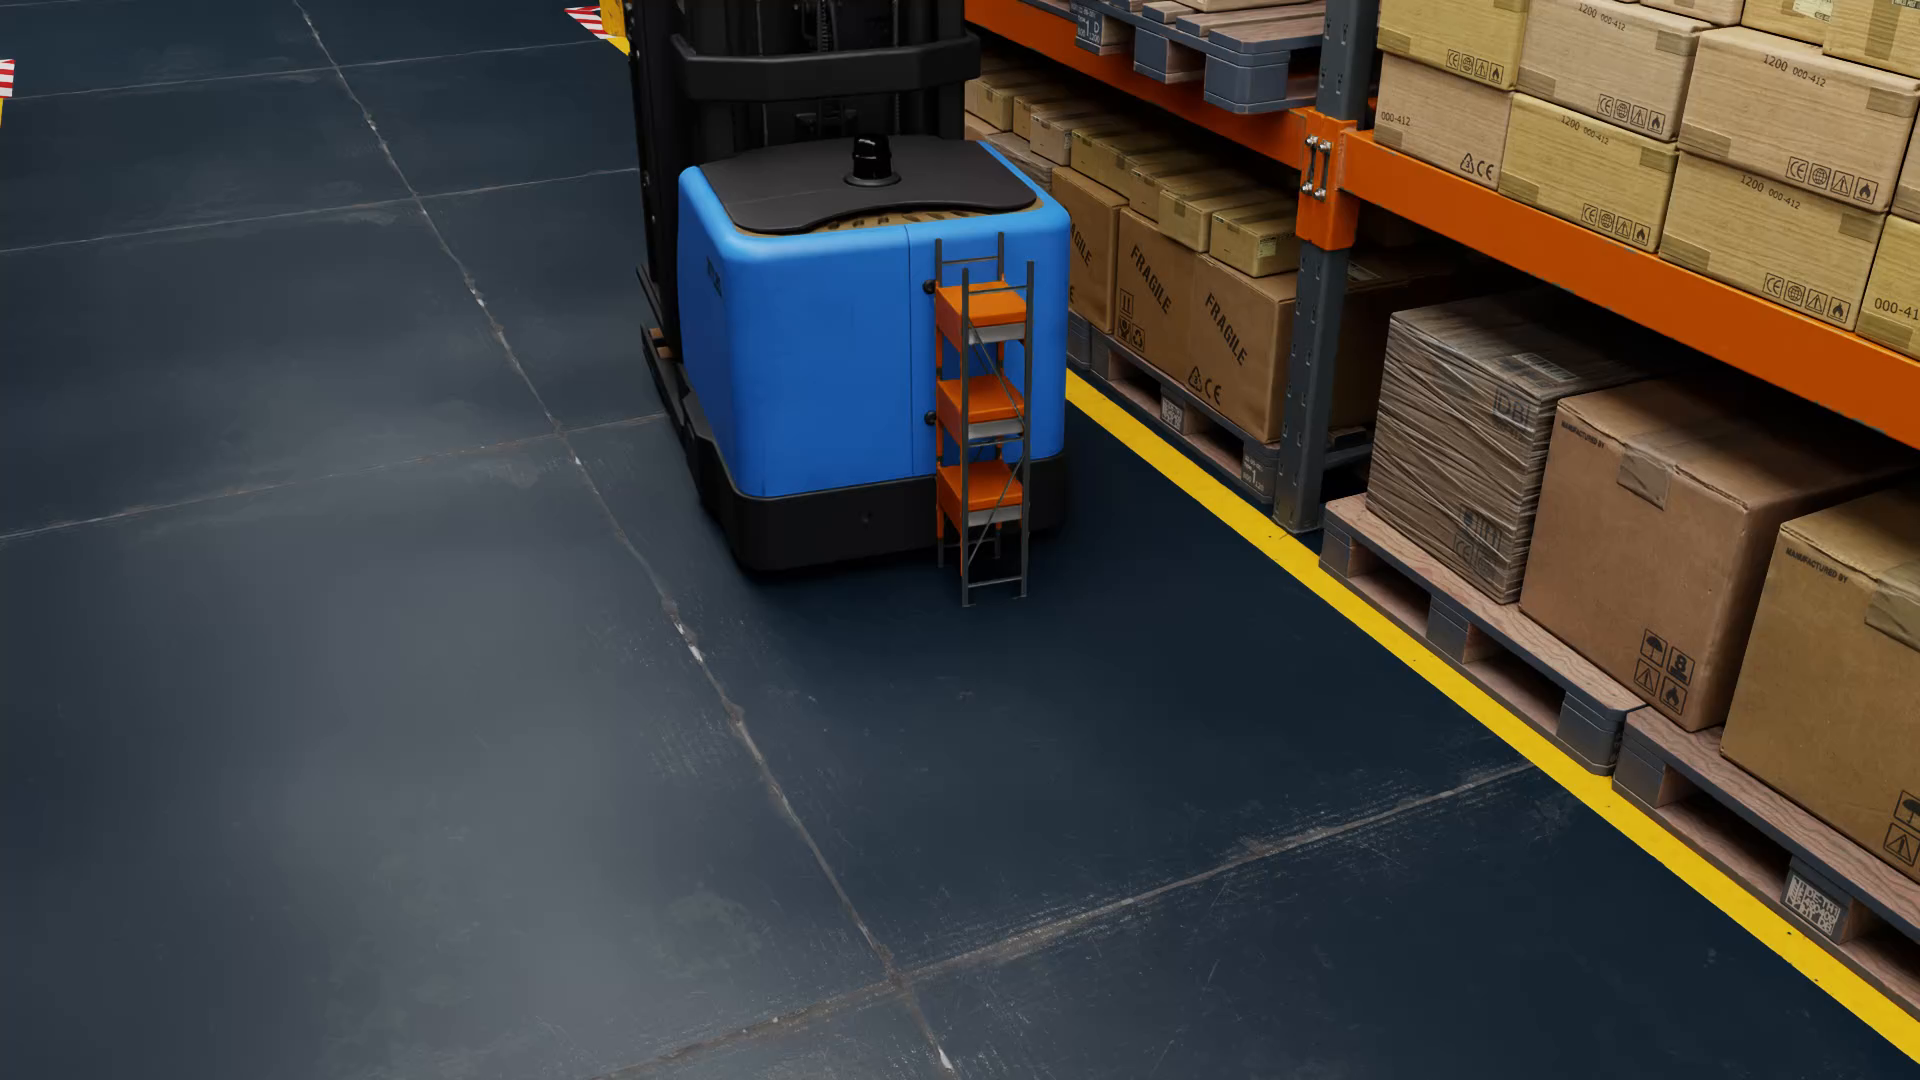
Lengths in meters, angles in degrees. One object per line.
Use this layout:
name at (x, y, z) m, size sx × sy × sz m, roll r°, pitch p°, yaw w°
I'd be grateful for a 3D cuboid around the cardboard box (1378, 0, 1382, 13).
cardboard box at (1.402, -1.935, 5.103) m, size 0.500 × 0.500 × 0.500 m, roll -12°, pitch 31°, yaw -20°

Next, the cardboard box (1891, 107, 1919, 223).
cardboard box at (2.116, -0.677, 3.032) m, size 0.500 × 0.250 × 0.500 m, roll -13°, pitch 32°, yaw -21°

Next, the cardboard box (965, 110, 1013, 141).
cardboard box at (0.216, -1.593, 7.150) m, size 0.500 × 0.500 × 0.500 m, roll -14°, pitch 32°, yaw -23°

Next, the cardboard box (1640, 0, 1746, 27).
cardboard box at (1.725, -1.234, 3.617) m, size 0.380 × 0.149 × 0.250 m, roll -13°, pitch 32°, yaw -21°

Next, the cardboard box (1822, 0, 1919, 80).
cardboard box at (1.916, -1.004, 3.208) m, size 0.380 × 0.149 × 0.250 m, roll -12°, pitch 32°, yaw -21°

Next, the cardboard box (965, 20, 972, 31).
cardboard box at (-0.167, -2.402, 7.625) m, size 0.380 × 0.149 × 0.250 m, roll -15°, pitch 32°, yaw -24°

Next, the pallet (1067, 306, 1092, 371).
pallet at (0.675, -1.108, 7.010) m, size 1.003 × 0.211 × 1.213 m, roll -13°, pitch 32°, yaw -22°

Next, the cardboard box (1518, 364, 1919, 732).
cardboard box at (2.024, -0.030, 4.236) m, size 0.875 × 0.625 × 0.625 m, roll -12°, pitch 31°, yaw -20°

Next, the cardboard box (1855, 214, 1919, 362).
cardboard box at (2.111, -0.457, 3.151) m, size 0.500 × 0.250 × 0.500 m, roll -12°, pitch 31°, yaw -20°

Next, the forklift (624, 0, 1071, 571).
forklift at (-0.594, -1.893, 5.630) m, size 1.130 × 2.935 × 3.031 m, roll -9°, pitch 30°, yaw -15°

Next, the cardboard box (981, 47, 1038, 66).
cardboard box at (0.117, -2.041, 7.287) m, size 0.380 × 0.149 × 0.250 m, roll -14°, pitch 32°, yaw -23°

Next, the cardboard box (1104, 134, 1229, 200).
cardboard box at (0.750, -1.355, 6.062) m, size 0.380 × 0.149 × 0.250 m, roll -12°, pitch 31°, yaw -21°

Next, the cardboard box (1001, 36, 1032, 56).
cardboard box at (0.412, -2.268, 7.691) m, size 0.380 × 0.149 × 0.250 m, roll -13°, pitch 32°, yaw -21°

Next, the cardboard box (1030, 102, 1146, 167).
cardboard box at (0.497, -1.581, 6.465) m, size 0.380 × 0.149 × 0.250 m, roll -15°, pitch 32°, yaw -24°

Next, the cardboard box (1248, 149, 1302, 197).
cardboard box at (1.270, -1.336, 6.029) m, size 0.380 × 0.149 × 0.250 m, roll -13°, pitch 32°, yaw -21°

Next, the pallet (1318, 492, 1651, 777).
pallet at (1.800, 0.140, 4.785) m, size 1.003 × 0.211 × 1.213 m, roll -13°, pitch 32°, yaw -22°

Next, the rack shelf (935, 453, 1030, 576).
rack shelf at (0.065, -0.078, 4.905) m, size 0.215 × 0.259 × 0.240 m, roll -9°, pitch 30°, yaw -15°

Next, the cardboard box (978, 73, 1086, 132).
cardboard box at (0.295, -1.813, 6.879) m, size 0.380 × 0.149 × 0.250 m, roll -12°, pitch 31°, yaw -20°

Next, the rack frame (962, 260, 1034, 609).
rack frame at (0.101, -0.273, 4.663) m, size 0.200 × 1.050 × 0.008 m, roll -9°, pitch 30°, yaw -15°

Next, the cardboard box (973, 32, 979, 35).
cardboard box at (-0.133, -2.271, 7.695) m, size 0.380 × 0.149 × 0.250 m, roll -14°, pitch 32°, yaw -23°

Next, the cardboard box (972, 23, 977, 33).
cardboard box at (0.183, -2.489, 8.085) m, size 0.380 × 0.149 × 0.250 m, roll -14°, pitch 32°, yaw -24°

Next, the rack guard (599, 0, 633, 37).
rack guard at (-1.920, -3.858, 11.619) m, size 1.175 × 0.500 × 0.348 m, roll -13°, pitch 32°, yaw -22°

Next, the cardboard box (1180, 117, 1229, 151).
cardboard box at (1.081, -1.581, 6.465) m, size 0.380 × 0.149 × 0.250 m, roll -14°, pitch 32°, yaw -23°

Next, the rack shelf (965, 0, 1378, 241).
rack shelf at (0.623, -2.018, 6.517) m, size 1.077 × 0.370 × 4.000 m, roll -13°, pitch 32°, yaw -22°

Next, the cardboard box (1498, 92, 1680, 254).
cardboard box at (1.663, -0.912, 3.963) m, size 0.500 × 0.250 × 0.500 m, roll -14°, pitch 32°, yaw -23°

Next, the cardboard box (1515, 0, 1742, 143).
cardboard box at (1.665, -1.132, 3.844) m, size 0.500 × 0.250 × 0.500 m, roll -12°, pitch 31°, yaw -20°

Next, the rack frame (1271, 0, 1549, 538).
rack frame at (1.481, -1.448, 4.766) m, size 1.000 × 3.000 × 0.127 m, roll -13°, pitch 32°, yaw -22°

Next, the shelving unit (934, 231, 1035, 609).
shelving unit at (0.065, -0.329, 4.764) m, size 0.215 × 1.050 × 0.252 m, roll -9°, pitch 30°, yaw -15°

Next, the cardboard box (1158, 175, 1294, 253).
cardboard box at (0.895, -1.103, 5.613) m, size 0.380 × 0.149 × 0.250 m, roll -15°, pitch 33°, yaw -25°

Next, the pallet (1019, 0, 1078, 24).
pallet at (0.642, -2.223, 6.343) m, size 1.003 × 0.211 × 1.213 m, roll -13°, pitch 32°, yaw -22°

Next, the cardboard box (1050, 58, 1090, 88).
cardboard box at (0.616, -2.028, 7.262) m, size 0.380 × 0.149 × 0.250 m, roll -12°, pitch 32°, yaw -21°

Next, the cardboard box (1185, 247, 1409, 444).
cardboard box at (1.106, -0.683, 5.527) m, size 0.500 × 0.500 × 0.500 m, roll -12°, pitch 31°, yaw -21°

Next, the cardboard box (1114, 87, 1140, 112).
cardboard box at (0.858, -1.808, 6.871) m, size 0.380 × 0.149 × 0.250 m, roll -14°, pitch 32°, yaw -24°

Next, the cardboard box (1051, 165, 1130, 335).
cardboard box at (0.673, -1.137, 6.337) m, size 0.500 × 0.500 × 0.500 m, roll -12°, pitch 31°, yaw -20°
